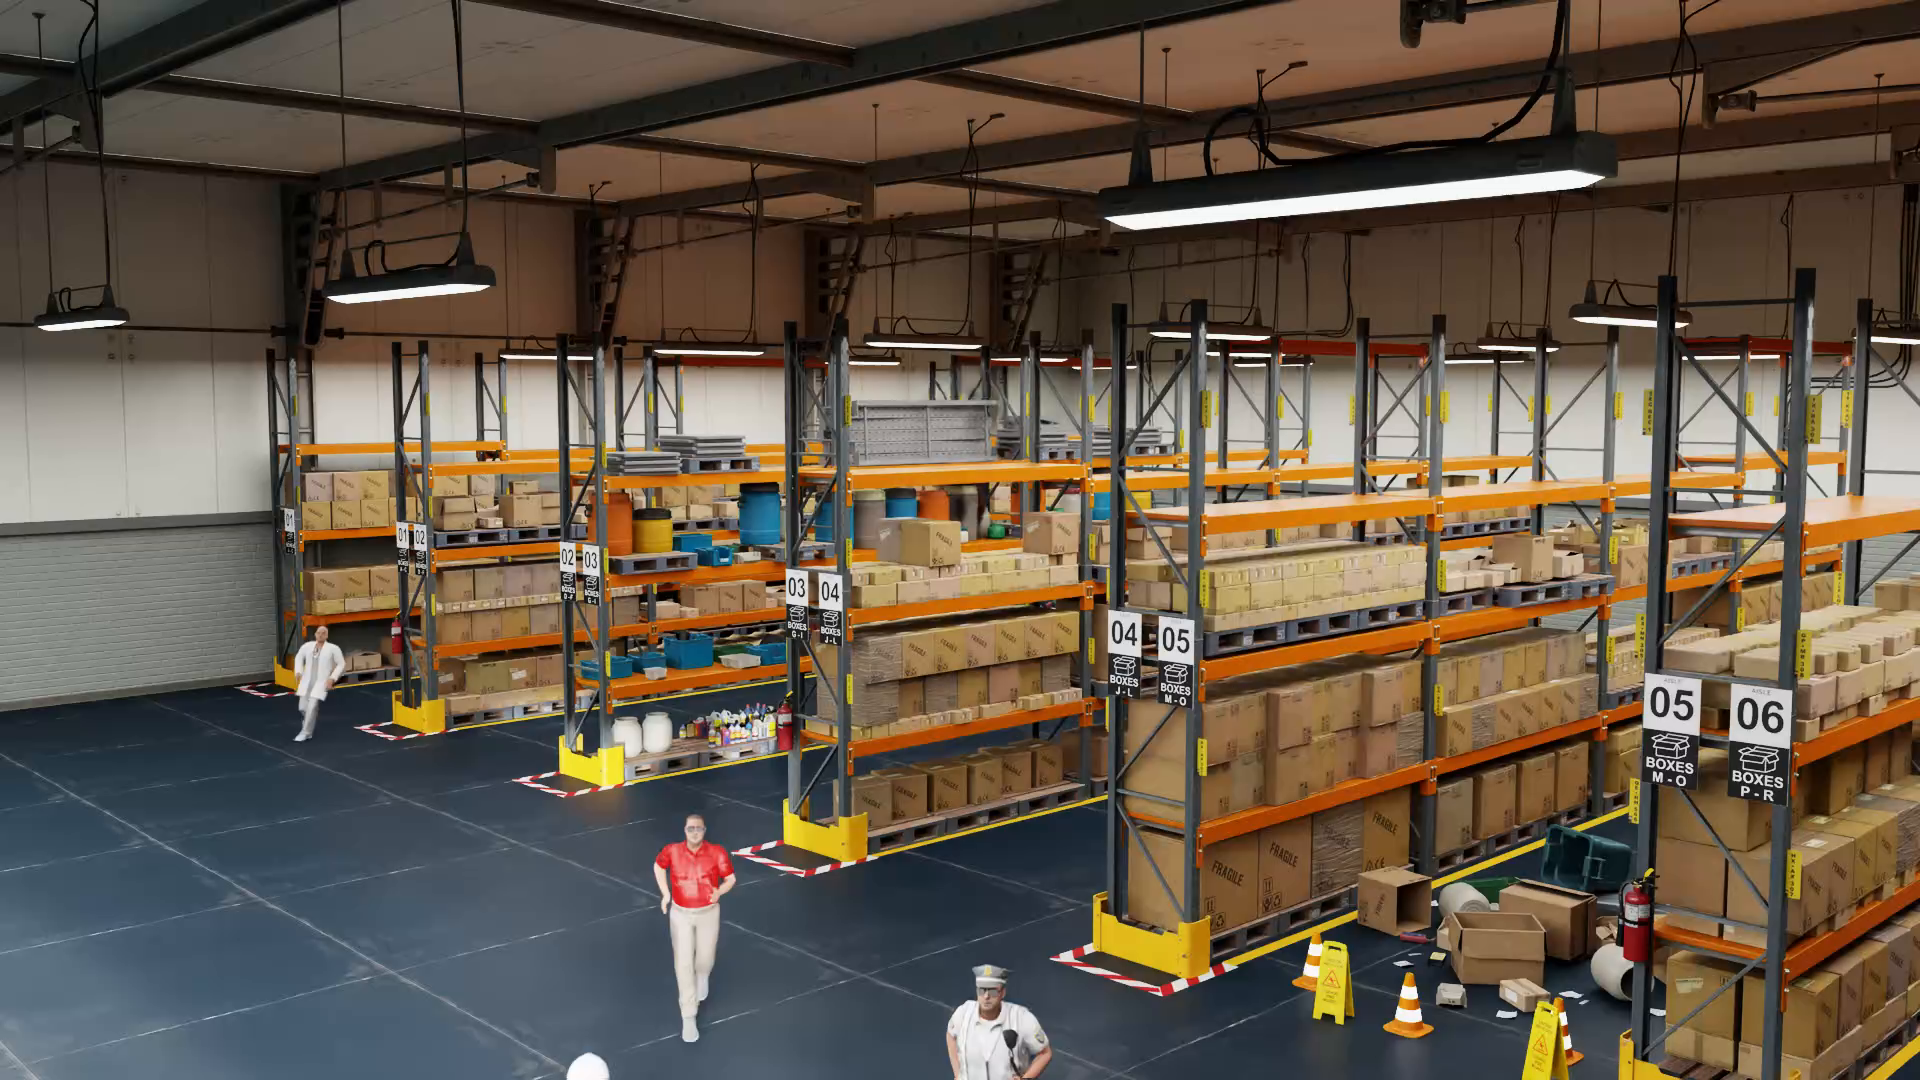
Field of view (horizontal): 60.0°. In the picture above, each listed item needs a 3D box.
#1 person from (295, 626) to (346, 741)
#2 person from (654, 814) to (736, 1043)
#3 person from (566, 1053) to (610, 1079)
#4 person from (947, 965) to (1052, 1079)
[{"bbox_3d":[-9.659,2.147,25.072,0.761,1.702,0.655,0,5,-3],"label":"person"},{"bbox_3d":[-2.178,3.119,13.699,0.662,1.746,0.952,-1,5,-11],"label":"person"},{"bbox_3d":[-1.881,3.544,8.548,0.625,1.835,0.771,0,5,-2],"label":"person"},{"bbox_3d":[0.232,3.407,10.066,0.655,1.827,0.854,0,5,6],"label":"person"}]
